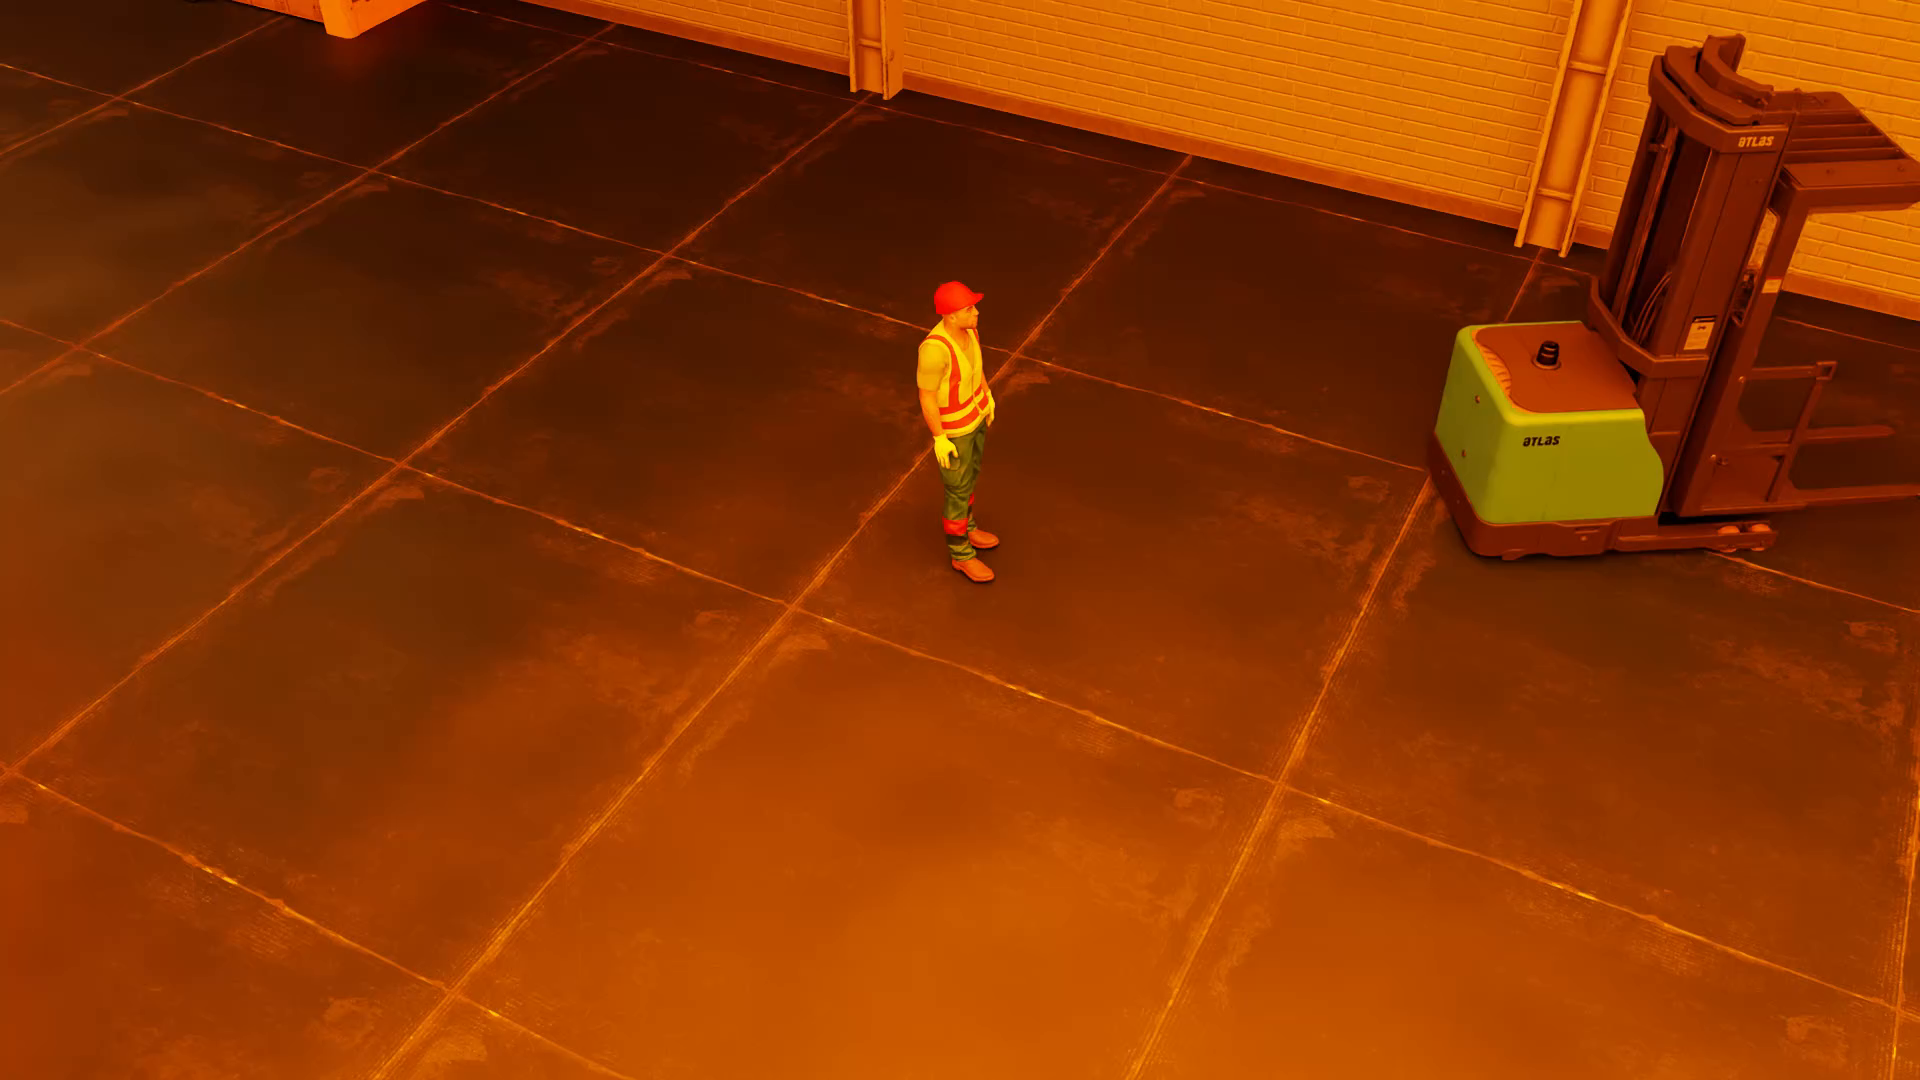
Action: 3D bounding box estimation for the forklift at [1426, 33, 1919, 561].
[{"bbox_3d":[4.560,-1.382,9.628,3.031,2.935,1.130,-3,40,-4],"label":"forklift"}]

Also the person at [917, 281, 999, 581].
[{"bbox_3d":[0.066,-0.659,9.644,0.562,1.790,0.637,18,43,21],"label":"person"}]
